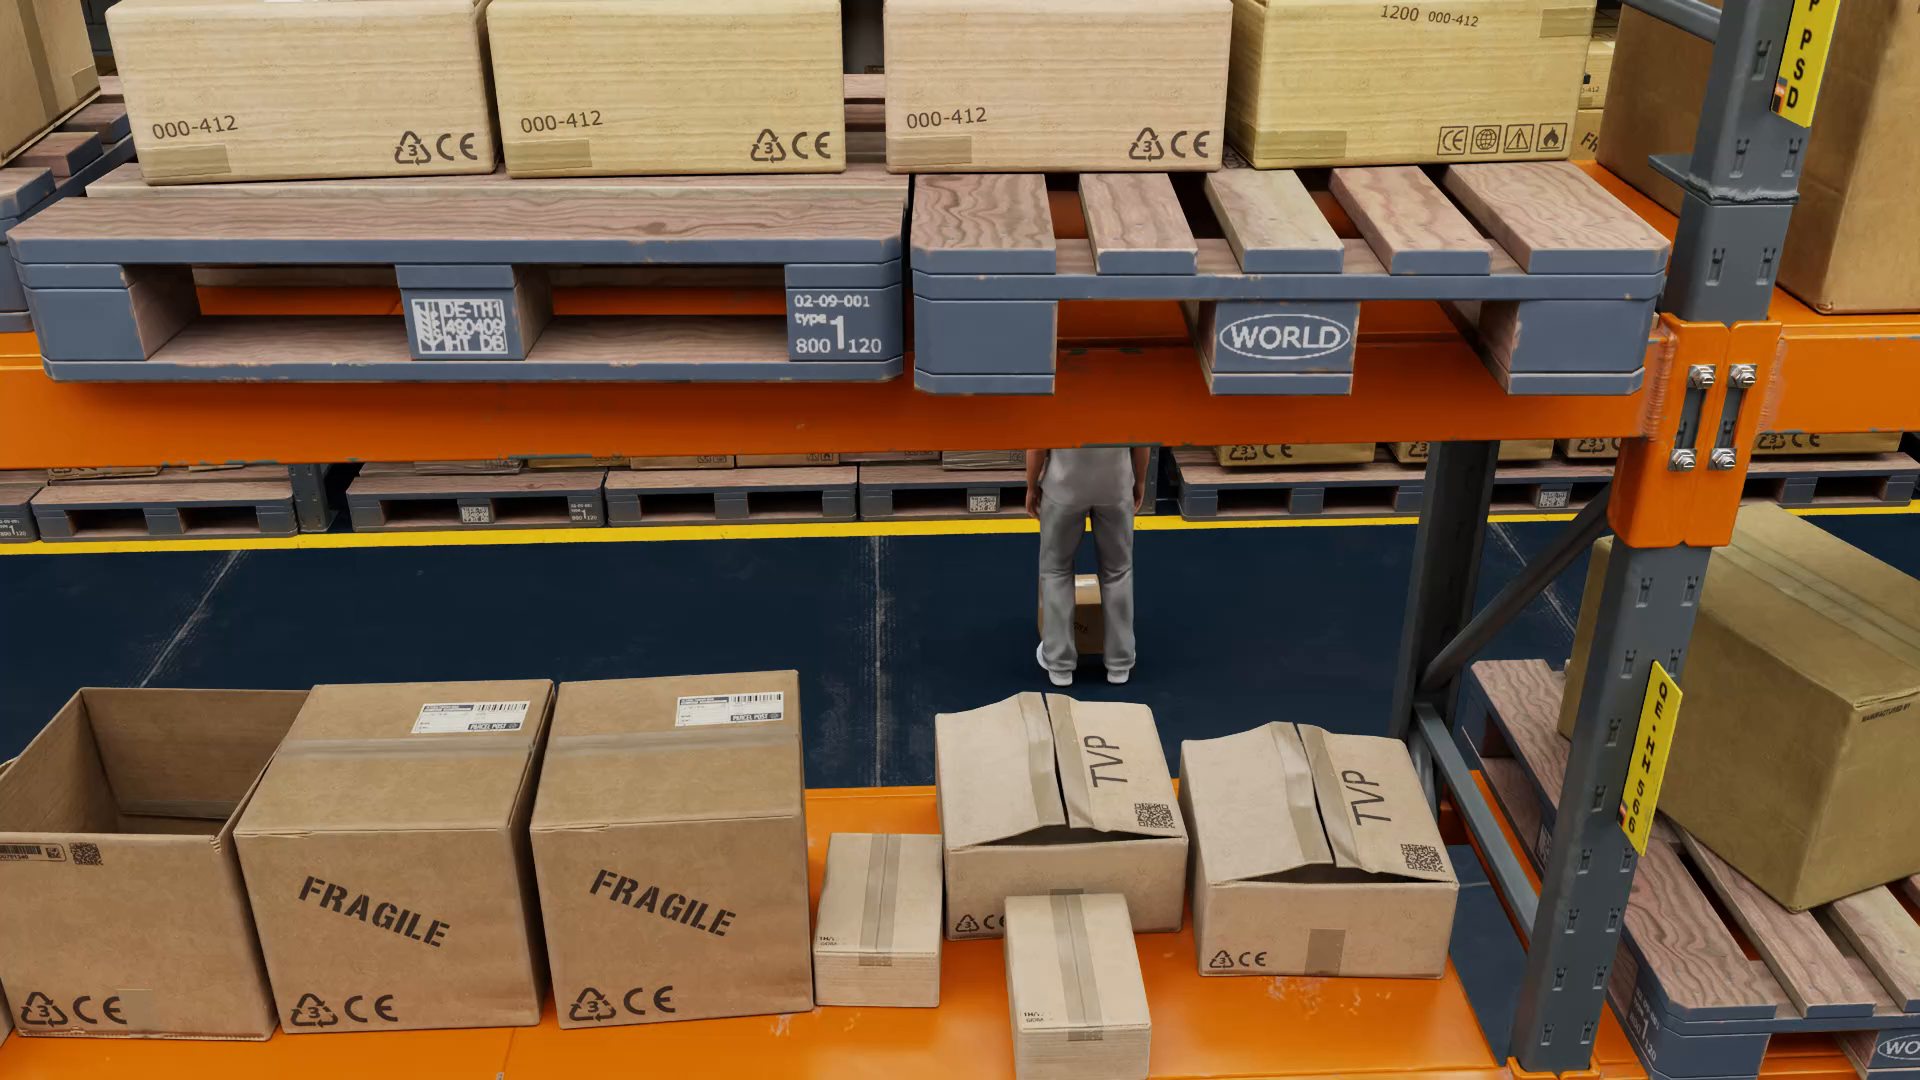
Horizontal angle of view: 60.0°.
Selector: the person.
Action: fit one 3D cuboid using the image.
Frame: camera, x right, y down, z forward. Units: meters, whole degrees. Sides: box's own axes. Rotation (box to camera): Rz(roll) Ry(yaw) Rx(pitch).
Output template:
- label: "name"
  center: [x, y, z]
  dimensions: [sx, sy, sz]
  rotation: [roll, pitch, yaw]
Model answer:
- label: "person"
  center: [0.498, -0.197, 6.499]
  dimensions: [0.503, 1.671, 0.366]
  rotation: [-3, 28, -5]
